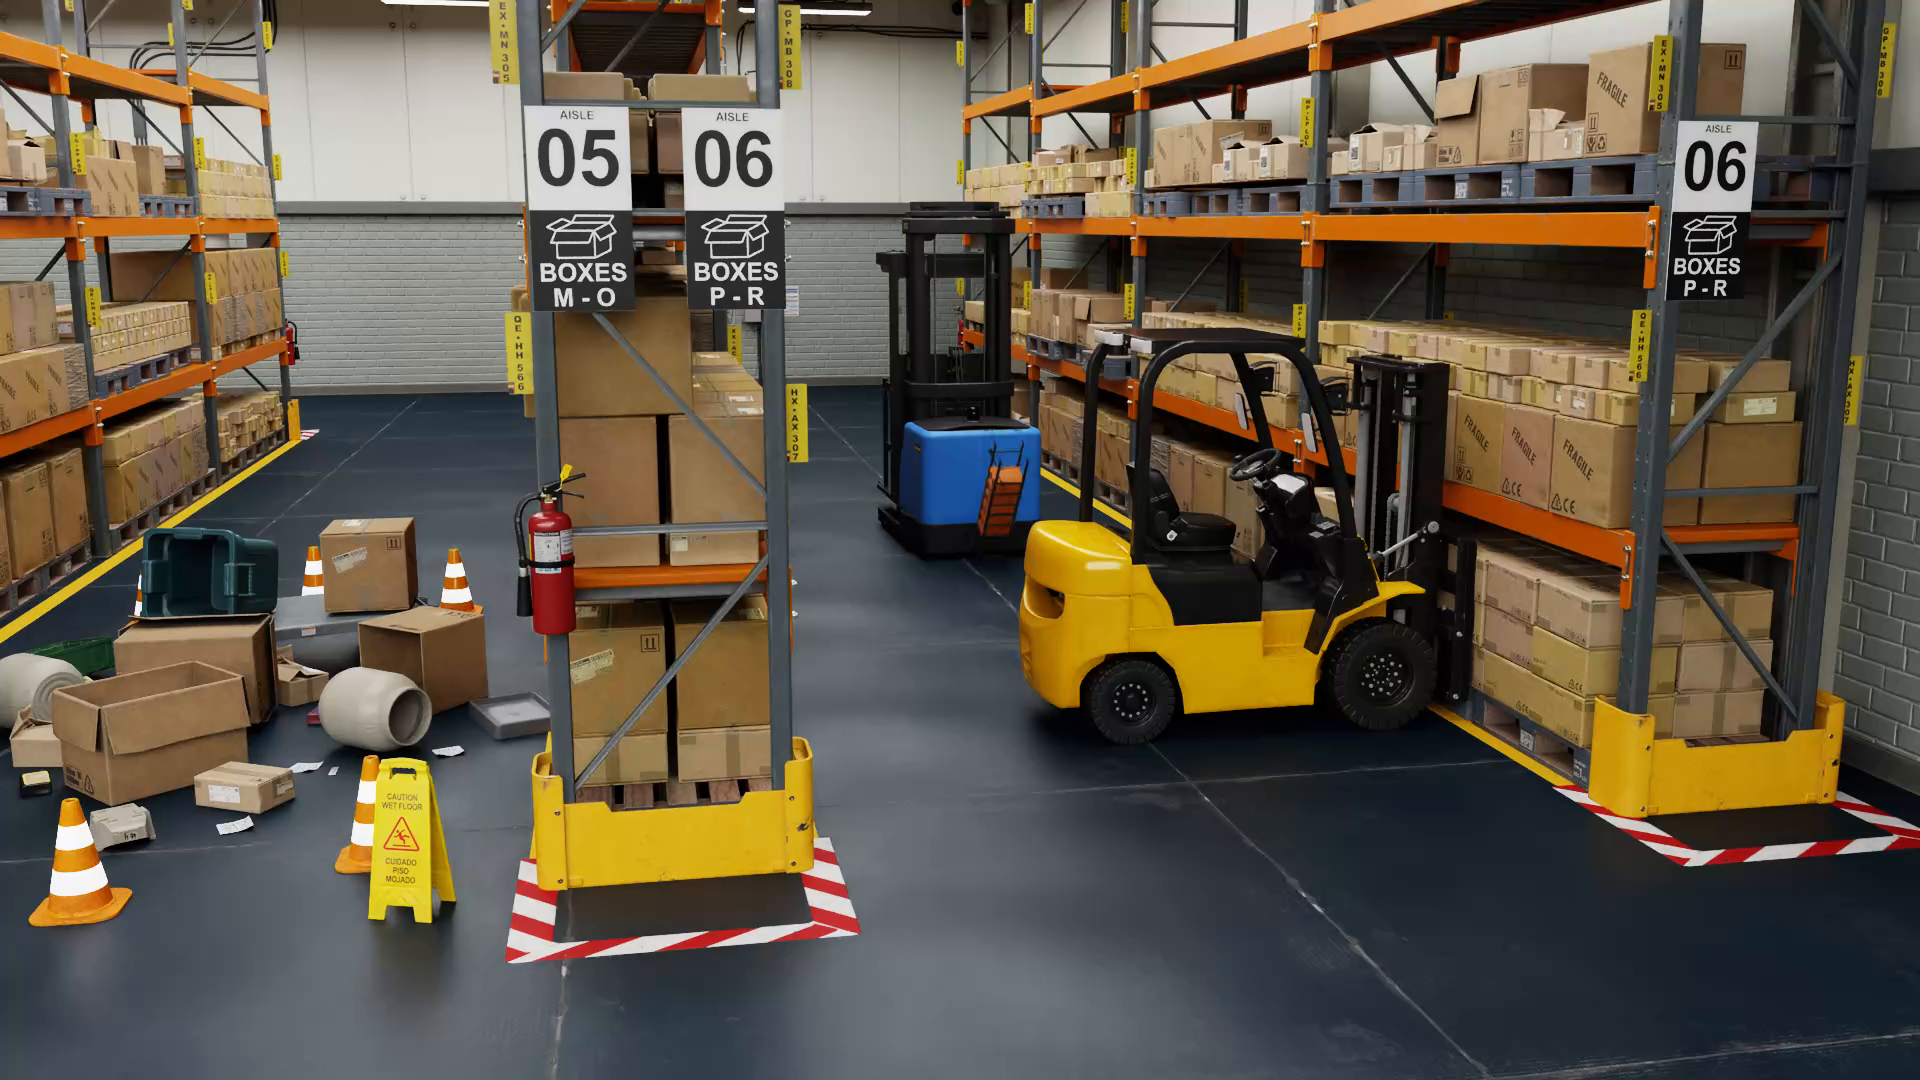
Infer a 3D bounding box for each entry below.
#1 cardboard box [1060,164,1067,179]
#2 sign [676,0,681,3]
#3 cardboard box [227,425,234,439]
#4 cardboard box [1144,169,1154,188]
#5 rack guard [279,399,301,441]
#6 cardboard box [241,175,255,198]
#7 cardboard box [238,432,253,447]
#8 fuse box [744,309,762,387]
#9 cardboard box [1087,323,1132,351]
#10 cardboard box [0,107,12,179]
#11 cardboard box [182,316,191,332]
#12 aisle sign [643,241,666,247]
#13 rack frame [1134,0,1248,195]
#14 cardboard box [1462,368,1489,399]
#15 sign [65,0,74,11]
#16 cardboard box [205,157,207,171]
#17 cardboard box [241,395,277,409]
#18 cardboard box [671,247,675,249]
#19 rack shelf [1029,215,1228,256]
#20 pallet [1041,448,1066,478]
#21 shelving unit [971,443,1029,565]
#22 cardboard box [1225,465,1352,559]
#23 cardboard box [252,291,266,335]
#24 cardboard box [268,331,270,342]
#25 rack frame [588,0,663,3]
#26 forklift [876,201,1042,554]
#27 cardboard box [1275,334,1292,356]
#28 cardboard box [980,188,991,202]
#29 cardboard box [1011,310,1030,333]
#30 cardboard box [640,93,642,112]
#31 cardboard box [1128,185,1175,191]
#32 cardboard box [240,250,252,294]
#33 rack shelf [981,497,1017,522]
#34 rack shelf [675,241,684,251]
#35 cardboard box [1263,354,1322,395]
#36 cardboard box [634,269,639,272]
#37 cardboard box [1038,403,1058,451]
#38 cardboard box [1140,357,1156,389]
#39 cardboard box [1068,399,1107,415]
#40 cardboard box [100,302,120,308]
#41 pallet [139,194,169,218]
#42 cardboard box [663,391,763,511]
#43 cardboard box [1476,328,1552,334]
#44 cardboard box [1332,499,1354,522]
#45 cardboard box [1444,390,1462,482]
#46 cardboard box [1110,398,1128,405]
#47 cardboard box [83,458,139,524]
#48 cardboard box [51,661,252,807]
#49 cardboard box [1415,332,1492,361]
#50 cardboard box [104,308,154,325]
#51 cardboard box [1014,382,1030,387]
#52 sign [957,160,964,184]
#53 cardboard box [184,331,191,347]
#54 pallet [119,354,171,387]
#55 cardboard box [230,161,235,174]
[{"bbox_3d":[1.264,-3.869,17.466,0.380,0.149,0.250,-2,11,-11],"label":"cardboard box"},{"bbox_3d":[-3.020,-5.708,17.907,0.100,0.325,0.005,-2,11,-11],"label":"sign"},{"bbox_3d":[-8.412,-1.208,18.729,0.380,0.149,0.250,-3,11,-14],"label":"cardboard box"},{"bbox_3d":[1.867,-3.228,14.843,0.380,0.166,0.250,-2,11,-11],"label":"cardboard box"},{"bbox_3d":[-9.149,-1.534,21.419,1.175,0.500,0.348,-2,11,-11],"label":"rack guard"},{"bbox_3d":[-8.627,-4.158,19.563,0.500,0.250,0.500,-2,11,-10],"label":"cardboard box"},{"bbox_3d":[-8.433,-1.163,19.286,0.380,0.149,0.250,-2,11,-13],"label":"cardboard box"},{"bbox_3d":[-3.358,-3.424,28.112,0.539,1.711,0.414,-2,11,-11],"label":"fuse box"},{"bbox_3d":[1.574,-2.003,16.474,0.500,0.250,0.500,-3,11,-14],"label":"cardboard box"},{"bbox_3d":[-6.995,-2.778,11.590,0.500,0.500,0.500,-2,11,-11],"label":"cardboard box"},{"bbox_3d":[-8.114,-2.205,17.015,0.380,0.149,0.250,-2,11,-9],"label":"cardboard box"},{"bbox_3d":[-4.037,-4.276,22.187,0.394,0.787,0.004,-2,11,-11],"label":"aisle sign"},{"bbox_3d":[2.097,-4.635,14.984,1.000,3.000,0.127,-2,11,-11],"label":"rack frame"},{"bbox_3d":[3.037,-0.877,9.278,0.380,0.149,0.250,-2,11,-11],"label":"cardboard box"},{"bbox_3d":[-8.921,-5.471,16.662,0.100,0.325,0.005,-2,11,-11],"label":"sign"},{"bbox_3d":[-8.225,-3.997,17.649,0.380,0.149,0.250,-3,11,-13],"label":"cardboard box"},{"bbox_3d":[-8.644,-1.695,20.490,0.380,0.149,0.250,-2,11,-12],"label":"cardboard box"},{"bbox_3d":[-3.856,-3.685,21.358,0.380,0.149,0.250,-2,11,-12],"label":"cardboard box"},{"bbox_3d":[1.708,-3.175,17.259,1.077,0.370,4.000,-2,11,-11],"label":"rack shelf"},{"bbox_3d":[1.514,-0.904,18.883,1.003,0.211,1.213,-2,11,-11],"label":"pallet"},{"bbox_3d":[0.315,-0.274,13.278,0.258,1.200,0.189,-3,49,-13],"label":"shelving unit"},{"bbox_3d":[2.619,-0.232,13.123,0.875,0.625,0.625,-2,11,-12],"label":"cardboard box"},{"bbox_3d":[-8.620,-2.711,19.853,0.500,0.500,0.500,-2,11,-11],"label":"cardboard box"},{"bbox_3d":[-8.748,-2.511,20.536,0.380,0.149,0.250,-2,11,-12],"label":"cardboard box"},{"bbox_3d":[-4.328,-5.922,21.741,1.000,3.000,0.127,-2,11,-11],"label":"rack frame"},{"bbox_3d":[-0.141,-1.553,15.018,1.130,2.935,3.031,-2,11,-13],"label":"forklift"},{"bbox_3d":[2.522,-1.424,12.152,0.380,0.149,0.250,-2,11,-12],"label":"cardboard box"},{"bbox_3d":[0.565,-4.424,21.498,0.500,0.250,0.500,-2,11,-13],"label":"cardboard box"},{"bbox_3d":[0.868,-2.670,20.309,0.500,0.250,0.500,-2,11,-11],"label":"cardboard box"},{"bbox_3d":[-1.691,-2.021,7.812,0.380,0.149,0.250,-2,11,-11],"label":"cardboard box"},{"bbox_3d":[1.791,-3.340,15.537,0.380,0.149,0.250,-2,11,-10],"label":"cardboard box"},{"bbox_3d":[-8.516,-3.103,19.238,0.500,0.500,0.500,-3,11,-13],"label":"cardboard box"},{"bbox_3d":[0.309,-0.245,13.310,0.258,0.103,0.180,-3,49,-13],"label":"rack shelf"},{"bbox_3d":[-3.161,-2.994,16.307,1.077,0.370,4.000,-2,11,-11],"label":"rack shelf"},{"bbox_3d":[2.528,-1.207,12.082,0.500,0.250,0.500,-2,11,-12],"label":"cardboard box"},{"bbox_3d":[-3.418,-2.411,16.400,0.500,0.500,0.500,-2,11,-12],"label":"cardboard box"},{"bbox_3d":[1.192,-1.303,19.085,0.500,0.500,0.500,-2,11,-9],"label":"cardboard box"},{"bbox_3d":[1.943,-1.524,15.084,0.500,0.250,0.500,-2,11,-11],"label":"cardboard box"},{"bbox_3d":[1.397,-1.452,18.130,0.380,0.149,0.250,-2,11,-11],"label":"cardboard box"},{"bbox_3d":[-8.760,-2.328,16.865,0.380,0.149,0.250,-2,11,-8],"label":"cardboard box"},{"bbox_3d":[-8.165,-3.116,15.527,1.213,0.211,1.003,-2,11,-11],"label":"pallet"},{"bbox_3d":[-1.140,-0.427,7.855,0.500,0.500,0.500,-2,11,-9],"label":"cardboard box"},{"bbox_3d":[3.447,-1.234,10.357,0.380,0.149,0.250,-2,11,-12],"label":"cardboard box"},{"bbox_3d":[2.750,-0.107,10.794,0.500,0.250,0.500,-2,11,-11],"label":"cardboard box"},{"bbox_3d":[2.999,-0.632,9.728,0.500,0.500,0.500,-2,11,-11],"label":"cardboard box"},{"bbox_3d":[1.862,-1.471,18.231,0.380,0.149,0.250,-2,11,-9],"label":"cardboard box"},{"bbox_3d":[-7.495,-0.426,14.474,0.500,0.500,0.500,-3,11,-13],"label":"cardboard box"},{"bbox_3d":[-4.041,0.956,8.326,0.637,0.503,0.797,9,14,38],"label":"cardboard box"},{"bbox_3d":[2.974,-1.166,10.002,0.380,0.149,0.250,-2,11,-11],"label":"cardboard box"},{"bbox_3d":[-7.863,-2.112,15.727,0.380,0.149,0.250,-3,11,-14],"label":"cardboard box"},{"bbox_3d":[0.699,-1.760,21.481,0.500,0.500,0.500,-2,11,-10],"label":"cardboard box"},{"bbox_3d":[0.008,-5.039,22.788,0.100,0.325,0.005,-2,11,-11],"label":"sign"},{"bbox_3d":[-8.114,-2.060,17.043,0.380,0.149,0.250,-2,11,-12],"label":"cardboard box"},{"bbox_3d":[-8.033,-1.576,15.467,1.003,0.211,1.213,-2,11,-11],"label":"pallet"},{"bbox_3d":[-8.477,-4.236,18.906,0.380,0.149,0.250,-2,11,-13],"label":"cardboard box"}]
